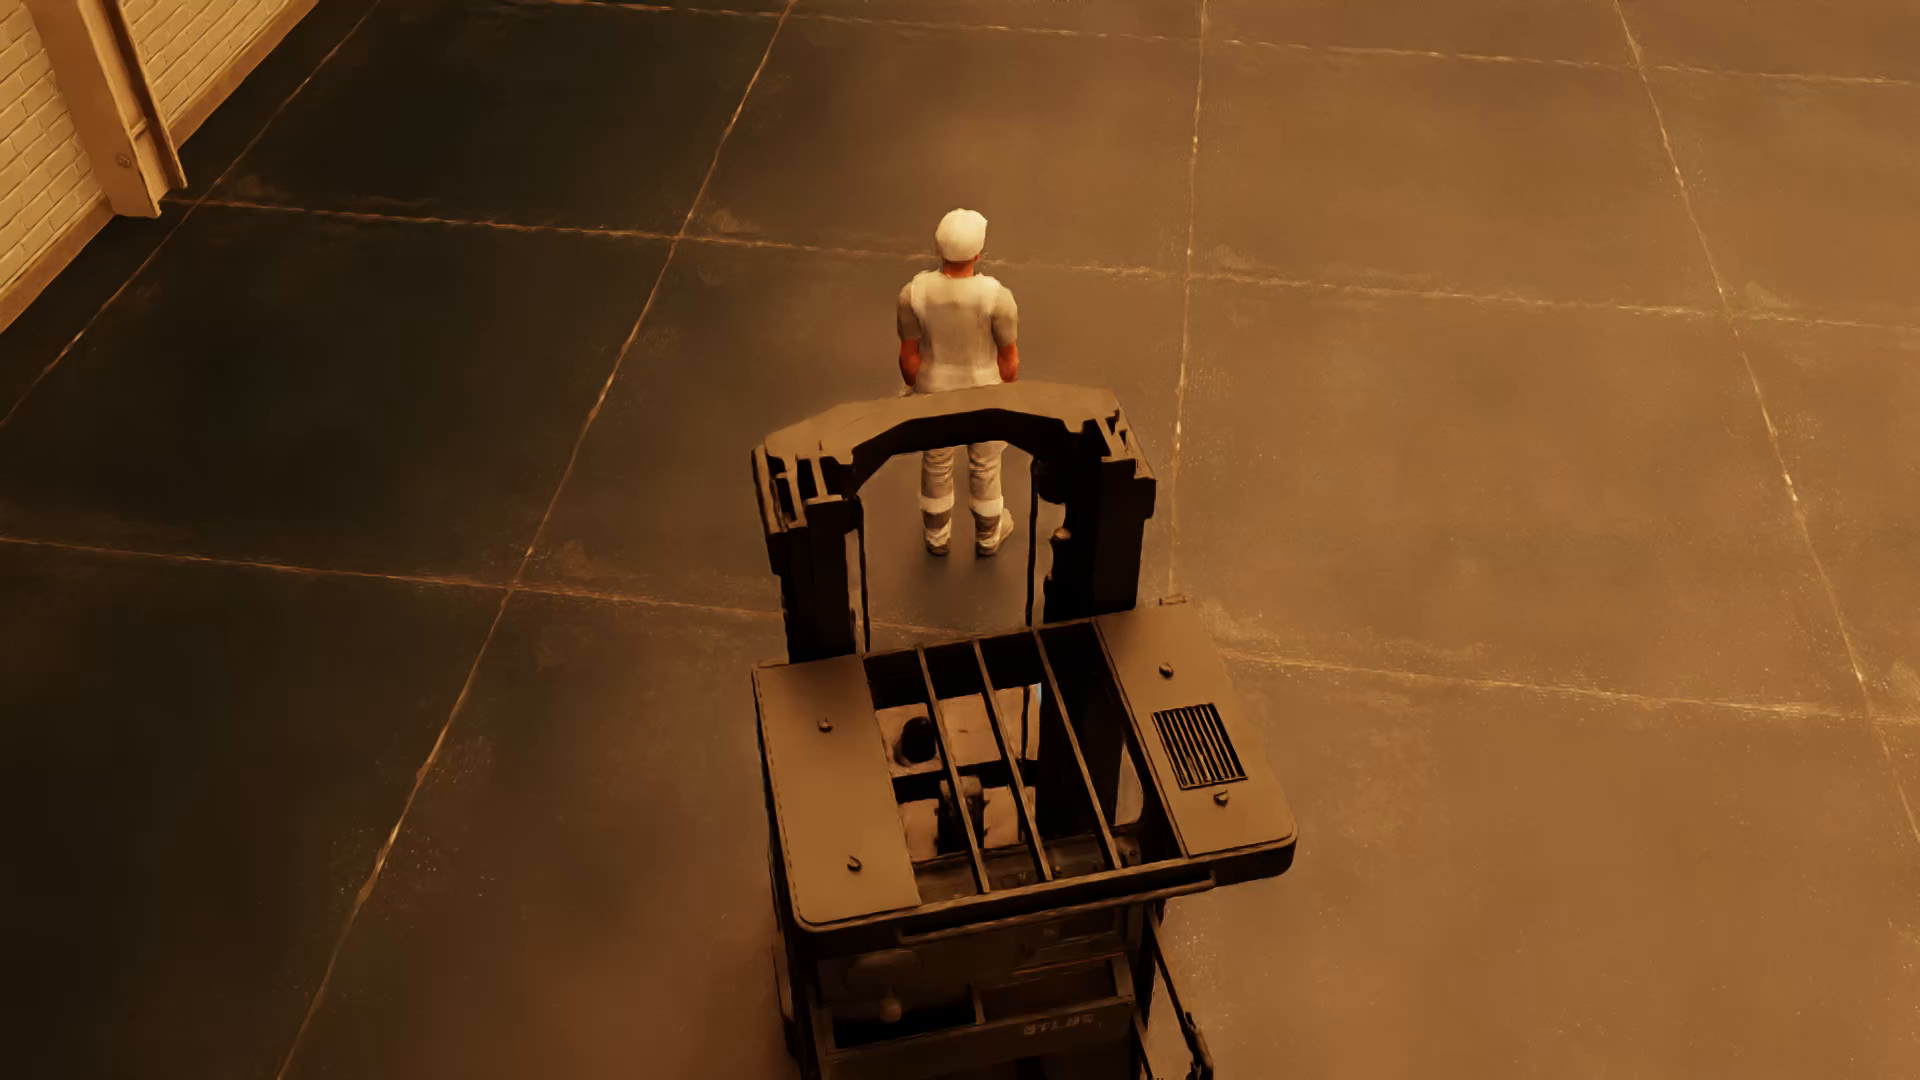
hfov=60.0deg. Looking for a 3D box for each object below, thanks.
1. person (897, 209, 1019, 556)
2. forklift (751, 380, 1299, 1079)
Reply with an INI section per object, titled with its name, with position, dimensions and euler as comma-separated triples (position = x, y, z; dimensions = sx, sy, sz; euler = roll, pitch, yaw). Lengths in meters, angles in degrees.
[person]
position = 0.002, -0.674, 7.300
dimensions = 0.540, 1.795, 0.349
euler = 5, 43, 6
[forklift]
position = 0.103, 1.167, 4.454
dimensions = 1.130, 2.935, 3.031
euler = -8, 43, -9
